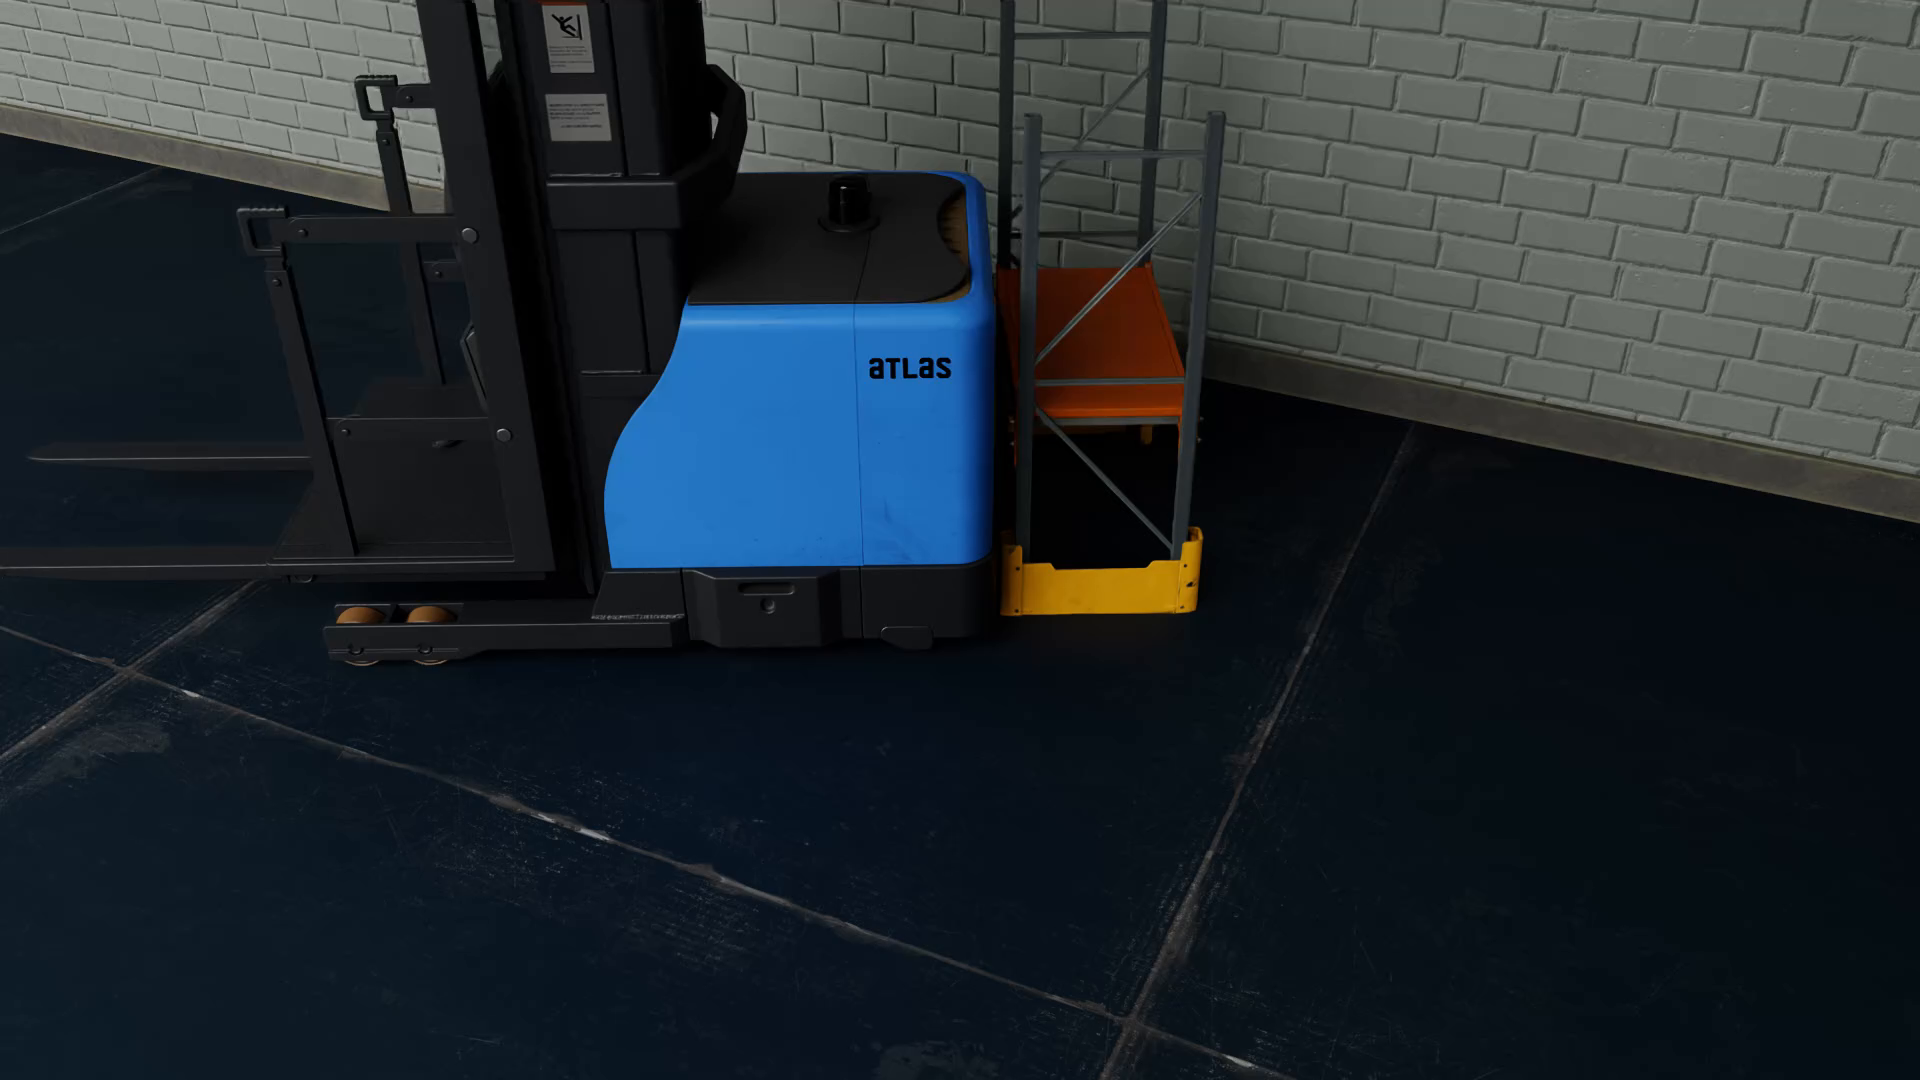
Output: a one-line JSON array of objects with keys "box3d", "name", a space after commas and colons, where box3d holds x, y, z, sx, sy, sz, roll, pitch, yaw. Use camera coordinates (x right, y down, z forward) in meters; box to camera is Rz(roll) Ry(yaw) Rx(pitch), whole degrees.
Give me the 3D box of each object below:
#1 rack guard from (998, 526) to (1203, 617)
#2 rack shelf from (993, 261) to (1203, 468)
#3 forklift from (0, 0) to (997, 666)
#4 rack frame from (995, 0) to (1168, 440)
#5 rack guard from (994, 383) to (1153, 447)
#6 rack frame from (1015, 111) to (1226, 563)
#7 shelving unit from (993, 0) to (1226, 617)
[{"box3d": [0.409, 0.092, 4.881, 0.587, 0.250, 0.087, -1, 33, -2], "name": "rack guard"}, {"box3d": [0.390, -0.558, 5.061, 0.538, 0.185, 1.000, -1, 33, -2], "name": "rack shelf"}, {"box3d": [-1.419, -1.163, 4.350, 3.031, 2.935, 1.130, -1, 33, -1], "name": "forklift"}, {"box3d": [0.371, -0.987, 5.387, 0.500, 1.500, 0.032, -1, 33, -2], "name": "rack frame"}, {"box3d": [0.372, -0.453, 5.714, 0.587, 0.250, 0.087, -1, 33, -2], "name": "rack guard"}, {"box3d": [0.409, -0.430, 4.537, 0.500, 1.500, 0.032, -1, 33, -2], "name": "rack frame"}, {"box3d": [0.390, -0.703, 4.955, 0.587, 1.500, 1.083, -1, 33, -2], "name": "shelving unit"}]
